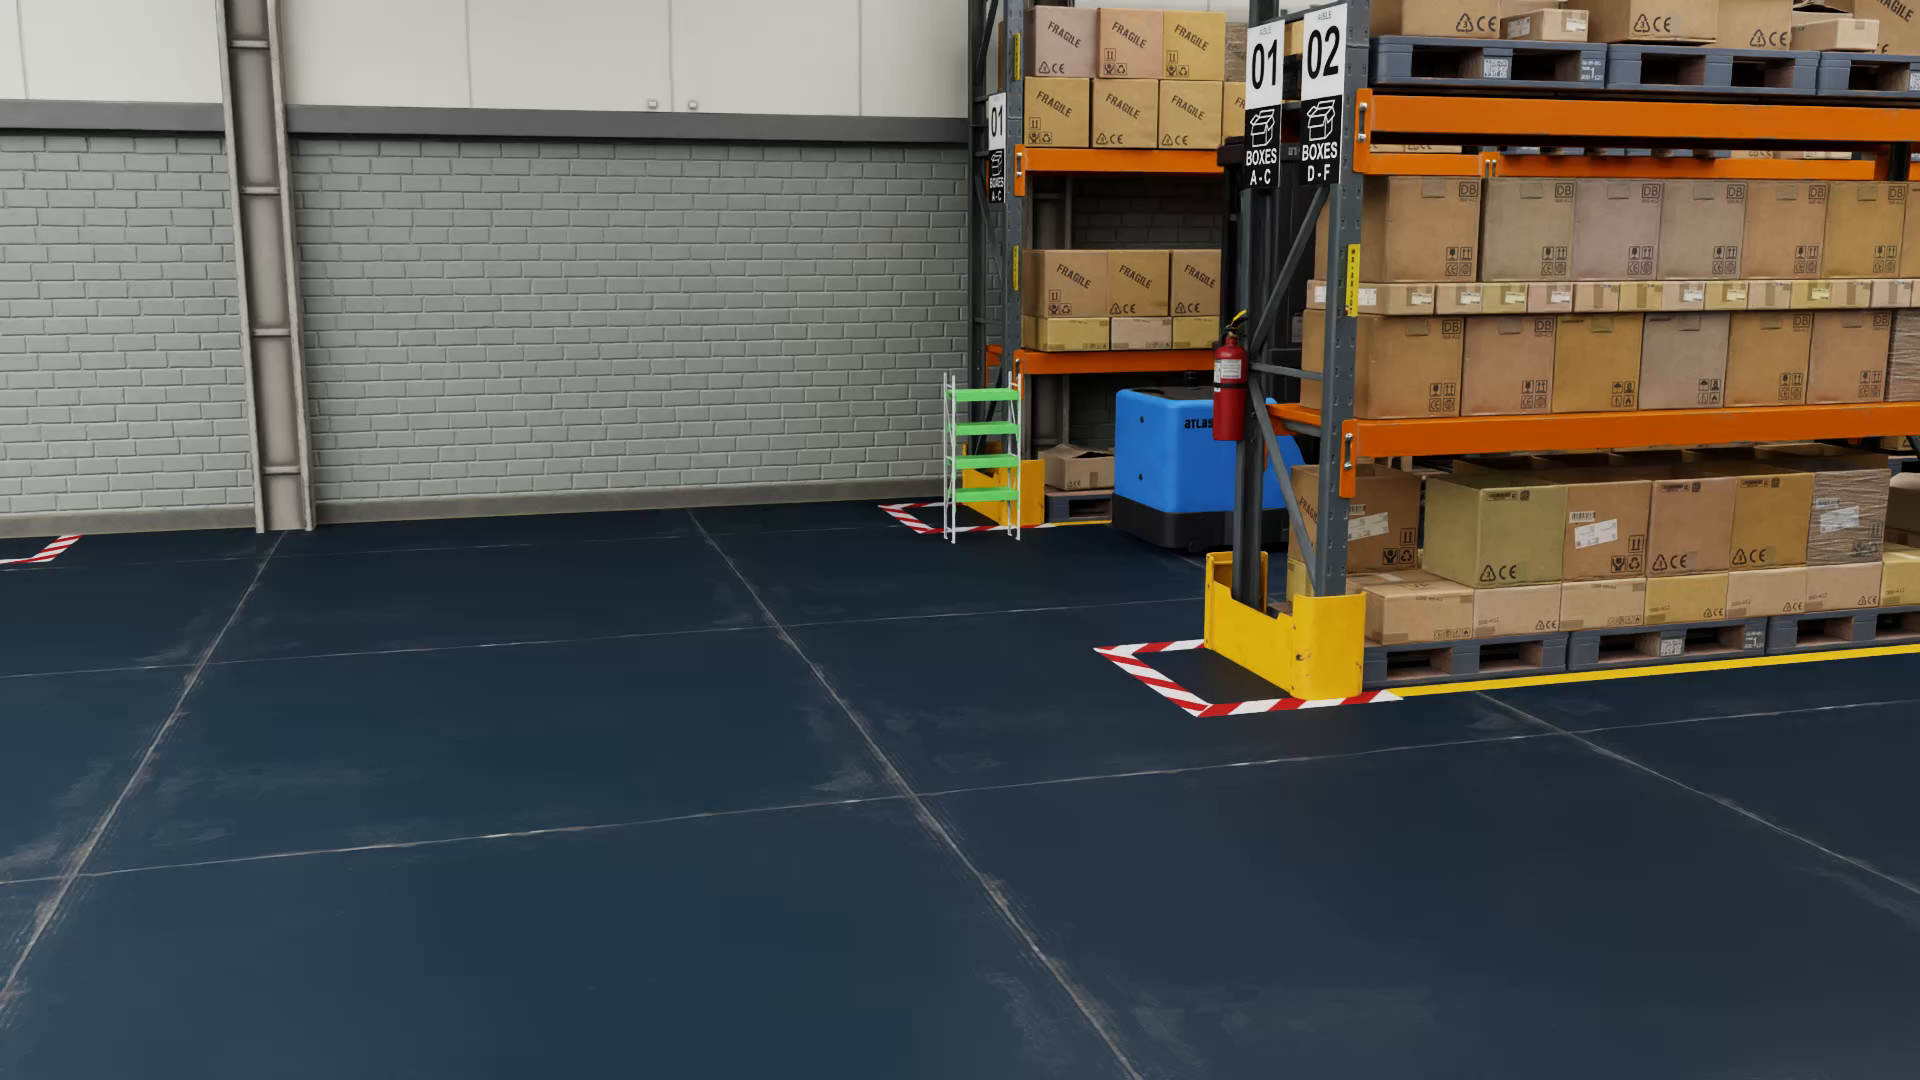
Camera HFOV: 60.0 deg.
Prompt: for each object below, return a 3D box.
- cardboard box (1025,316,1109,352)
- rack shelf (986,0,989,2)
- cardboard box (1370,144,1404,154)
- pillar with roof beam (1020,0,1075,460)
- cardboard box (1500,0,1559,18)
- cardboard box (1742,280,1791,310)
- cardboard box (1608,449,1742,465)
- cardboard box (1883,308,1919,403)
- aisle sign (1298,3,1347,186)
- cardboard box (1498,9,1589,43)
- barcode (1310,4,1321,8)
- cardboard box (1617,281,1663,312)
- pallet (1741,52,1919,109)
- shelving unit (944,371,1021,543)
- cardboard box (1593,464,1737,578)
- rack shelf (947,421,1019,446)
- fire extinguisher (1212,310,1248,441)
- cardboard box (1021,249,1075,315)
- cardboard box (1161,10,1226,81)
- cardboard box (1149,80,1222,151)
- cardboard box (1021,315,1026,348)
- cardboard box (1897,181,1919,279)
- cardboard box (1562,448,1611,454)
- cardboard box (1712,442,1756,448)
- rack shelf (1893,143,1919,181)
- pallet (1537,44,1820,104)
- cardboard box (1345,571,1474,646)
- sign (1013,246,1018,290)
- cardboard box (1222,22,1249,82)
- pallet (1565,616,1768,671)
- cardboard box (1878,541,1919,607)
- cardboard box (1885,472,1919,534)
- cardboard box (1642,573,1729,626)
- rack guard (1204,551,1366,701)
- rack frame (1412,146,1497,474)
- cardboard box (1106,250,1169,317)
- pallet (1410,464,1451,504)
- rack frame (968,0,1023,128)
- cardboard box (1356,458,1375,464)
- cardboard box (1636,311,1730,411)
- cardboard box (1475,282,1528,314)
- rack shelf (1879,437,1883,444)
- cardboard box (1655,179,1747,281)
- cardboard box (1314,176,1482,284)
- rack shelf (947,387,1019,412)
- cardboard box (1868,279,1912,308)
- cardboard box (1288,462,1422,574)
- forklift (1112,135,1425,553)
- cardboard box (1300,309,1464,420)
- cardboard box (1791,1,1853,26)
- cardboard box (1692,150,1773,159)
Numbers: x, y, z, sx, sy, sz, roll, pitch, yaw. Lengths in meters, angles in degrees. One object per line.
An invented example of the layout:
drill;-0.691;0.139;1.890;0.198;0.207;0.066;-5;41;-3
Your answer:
cardboard box;0.817;-1.587;12.742;0.500;0.250;0.500;-3;11;-18
rack shelf;2.180;-4.378;12.968;4.000;0.370;1.077;-3;11;-16
cardboard box;3.195;-3.326;13.214;0.500;0.500;0.500;-4;11;-21
pillar with roof beam;1.893;-4.070;9.297;0.400;9.000;9.100;-3;11;-16
cardboard box;2.680;-2.602;8.477;0.500;0.250;0.500;-3;11;-16
cardboard box;4.068;-1.276;8.627;0.250;0.149;0.380;-3;11;-14
cardboard box;3.996;-0.227;9.355;0.500;0.500;0.500;-3;11;-16
cardboard box;5.064;-1.049;9.182;0.500;0.500;0.700;-3;11;-17
aisle sign;1.670;-2.043;7.677;0.004;0.787;0.394;-3;11;-16
cardboard box;2.827;-2.477;8.077;0.250;0.149;0.380;-3;11;-16
barcode;1.803;-2.681;8.434;0.075;0.075;0.001;-3;11;-16
cardboard box;3.321;-1.237;8.412;0.250;0.149;0.380;-3;11;-17
pallet;4.677;-2.407;8.797;1.213;0.211;1.003;-3;11;-16
shelving unit;0.159;-0.598;11.983;0.503;1.200;0.258;-3;11;-16
cardboard box;3.666;-0.108;8.710;0.500;0.500;0.500;-3;11;-16
rack shelf;0.159;-0.772;11.951;0.480;0.148;0.258;-3;11;-16
fire extinguisher;1.405;-0.857;8.633;0.183;0.674;0.296;-3;11;-16
cardboard box;0.653;-2.047;13.171;0.500;0.500;0.500;-3;11;-17
cardboard box;1.682;-3.729;12.642;0.500;0.500;0.500;-3;11;-14
cardboard box;1.674;-3.237;12.730;0.500;0.500;0.500;-2;11;-13
cardboard box;0.654;-1.675;13.220;0.500;0.250;0.500;-3;11;-15
cardboard box;5.064;-1.687;9.065;0.500;0.500;0.700;-3;11;-16
cardboard box;5.285;-0.946;14.590;0.500;0.500;0.700;-3;11;-17
cardboard box;6.737;-1.022;15.003;0.500;0.500;0.700;-3;11;-16
rack shelf;7.409;-2.246;9.663;4.000;0.370;1.077;-3;11;-16
pallet;3.508;-2.346;8.465;1.213;0.211;1.003;-3;11;-16
cardboard box;2.225;0.337;8.368;0.500;0.250;0.500;-3;11;-16
sign;0.412;-2.013;12.306;0.005;0.325;0.100;-3;11;-16
cardboard box;2.086;-3.850;13.295;0.500;0.500;0.500;-3;11;-16
pallet;3.540;0.444;9.054;1.213;0.211;1.003;-3;11;-16
cardboard box;5.104;0.184;9.196;0.500;0.250;0.500;-3;11;-16
cardboard box;5.797;-0.224;9.861;0.500;0.311;0.500;-3;11;-16
cardboard box;3.666;0.261;8.779;0.500;0.250;0.500;-3;11;-16
rack guard;1.625;0.410;8.439;0.348;0.500;1.175;-3;11;-16
rack frame;4.100;-1.884;13.996;0.127;3.000;1.000;-3;11;-16
cardboard box;1.280;-1.982;12.814;0.500;0.500;0.500;-3;11;-16
pallet;3.465;-0.473;14.030;1.213;0.211;1.003;-3;11;-16
rack frame;0.260;-4.632;12.353;0.127;3.000;1.000;-3;11;-16
cardboard box;3.115;-0.812;13.859;0.500;0.500;0.500;-4;11;-20
cardboard box;3.585;-0.970;8.755;0.500;0.500;0.700;-3;11;-14
cardboard box;2.578;-1.198;8.199;0.250;0.149;0.380;-3;11;-16
rack shelf;7.409;-0.771;9.934;4.000;0.370;1.077;-3;11;-16
cardboard box;3.619;-1.611;8.651;0.500;0.500;0.700;-3;11;-16
cardboard box;2.151;-1.532;8.224;0.500;0.500;0.700;-3;11;-16
rack shelf;0.159;-1.008;11.908;0.480;0.148;0.258;-3;11;-16
cardboard box;4.799;-1.314;8.834;0.250;0.149;0.380;-3;11;-18
cardboard box;2.080;-0.123;8.791;0.500;0.500;0.500;-3;11;-16
forklift;2.691;-1.483;12.005;3.031;2.935;1.130;-3;11;-17
cardboard box;2.100;-0.891;8.327;0.500;0.500;0.700;-3;11;-16
cardboard box;4.413;-2.723;8.967;0.500;0.311;0.500;-4;11;-19
cardboard box;6.670;-3.573;14.544;0.637;0.503;0.797;-1;11;-8
